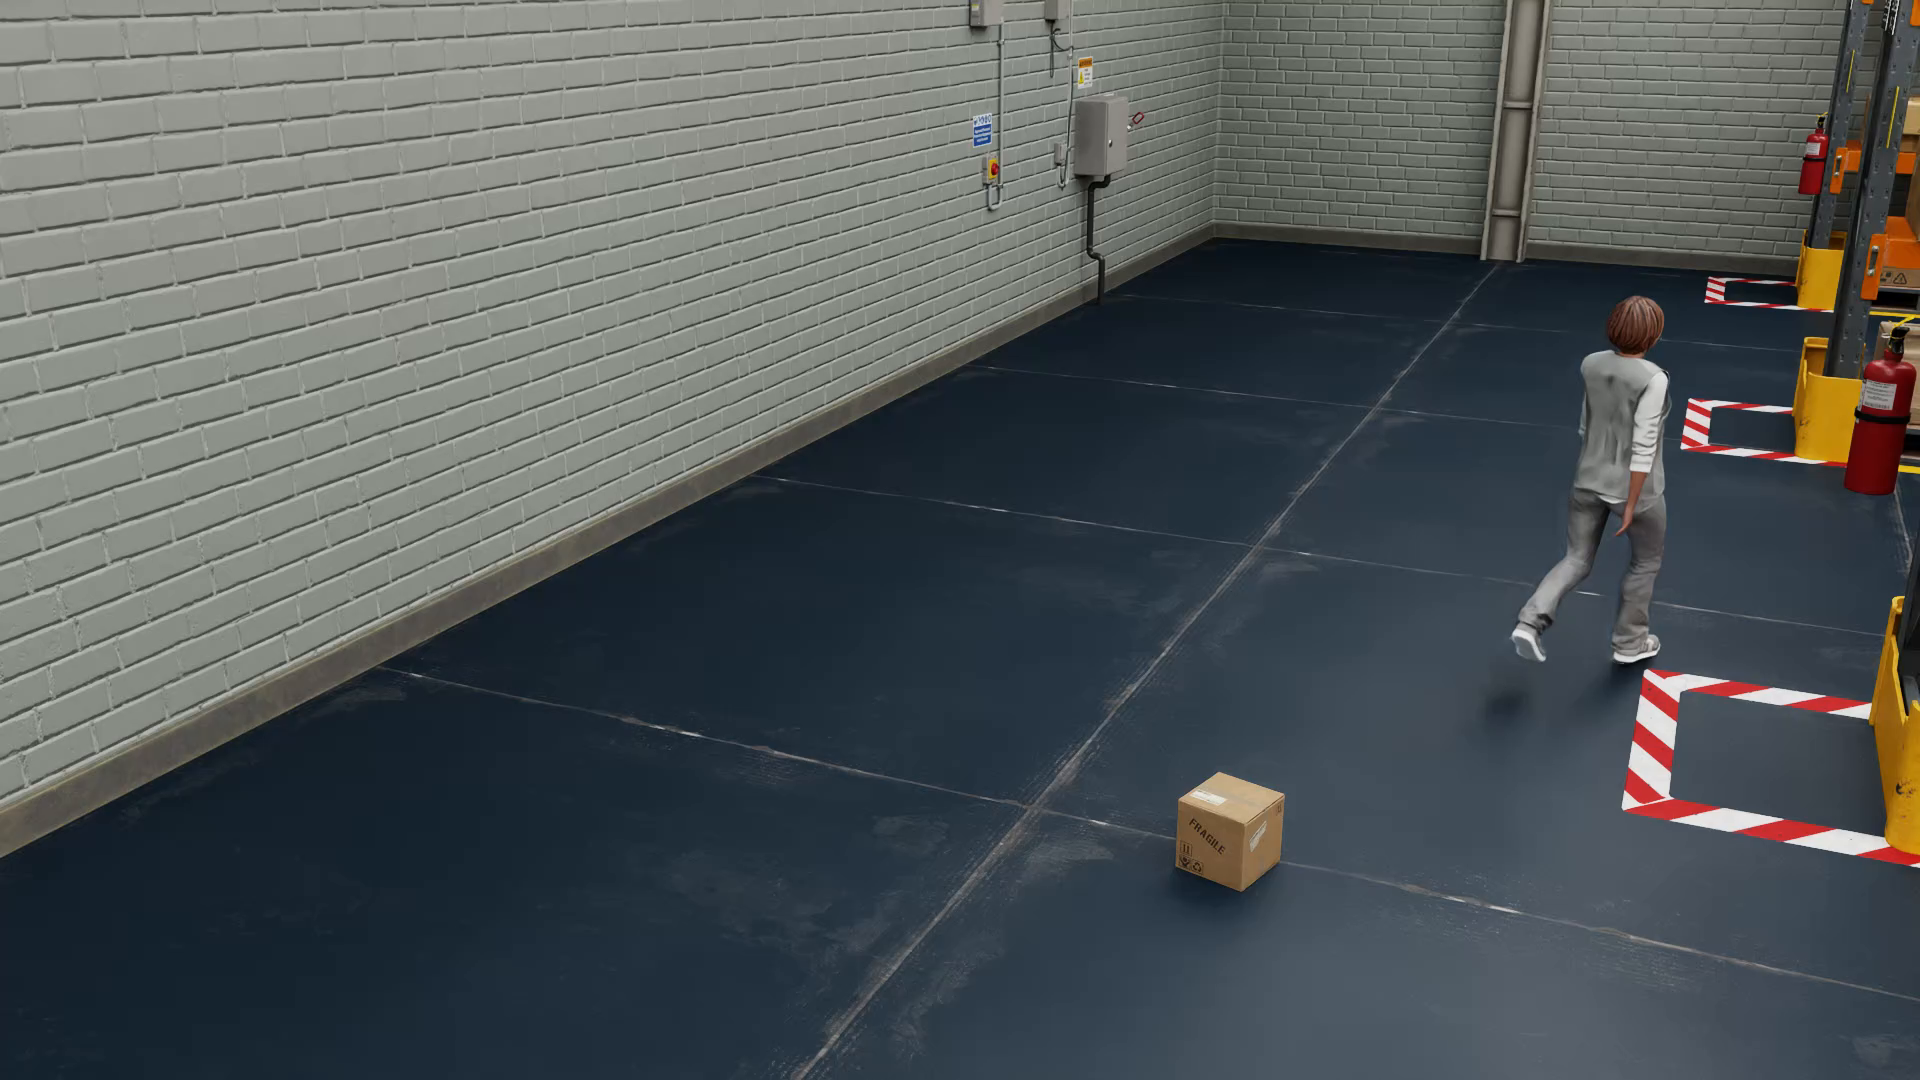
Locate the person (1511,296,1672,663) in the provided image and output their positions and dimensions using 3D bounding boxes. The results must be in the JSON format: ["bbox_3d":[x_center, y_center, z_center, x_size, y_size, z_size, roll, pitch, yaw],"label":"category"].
[{"bbox_3d":[2.588,-0.207,6.651,0.841,1.553,0.397,-14,24,-35],"label":"person"}]
